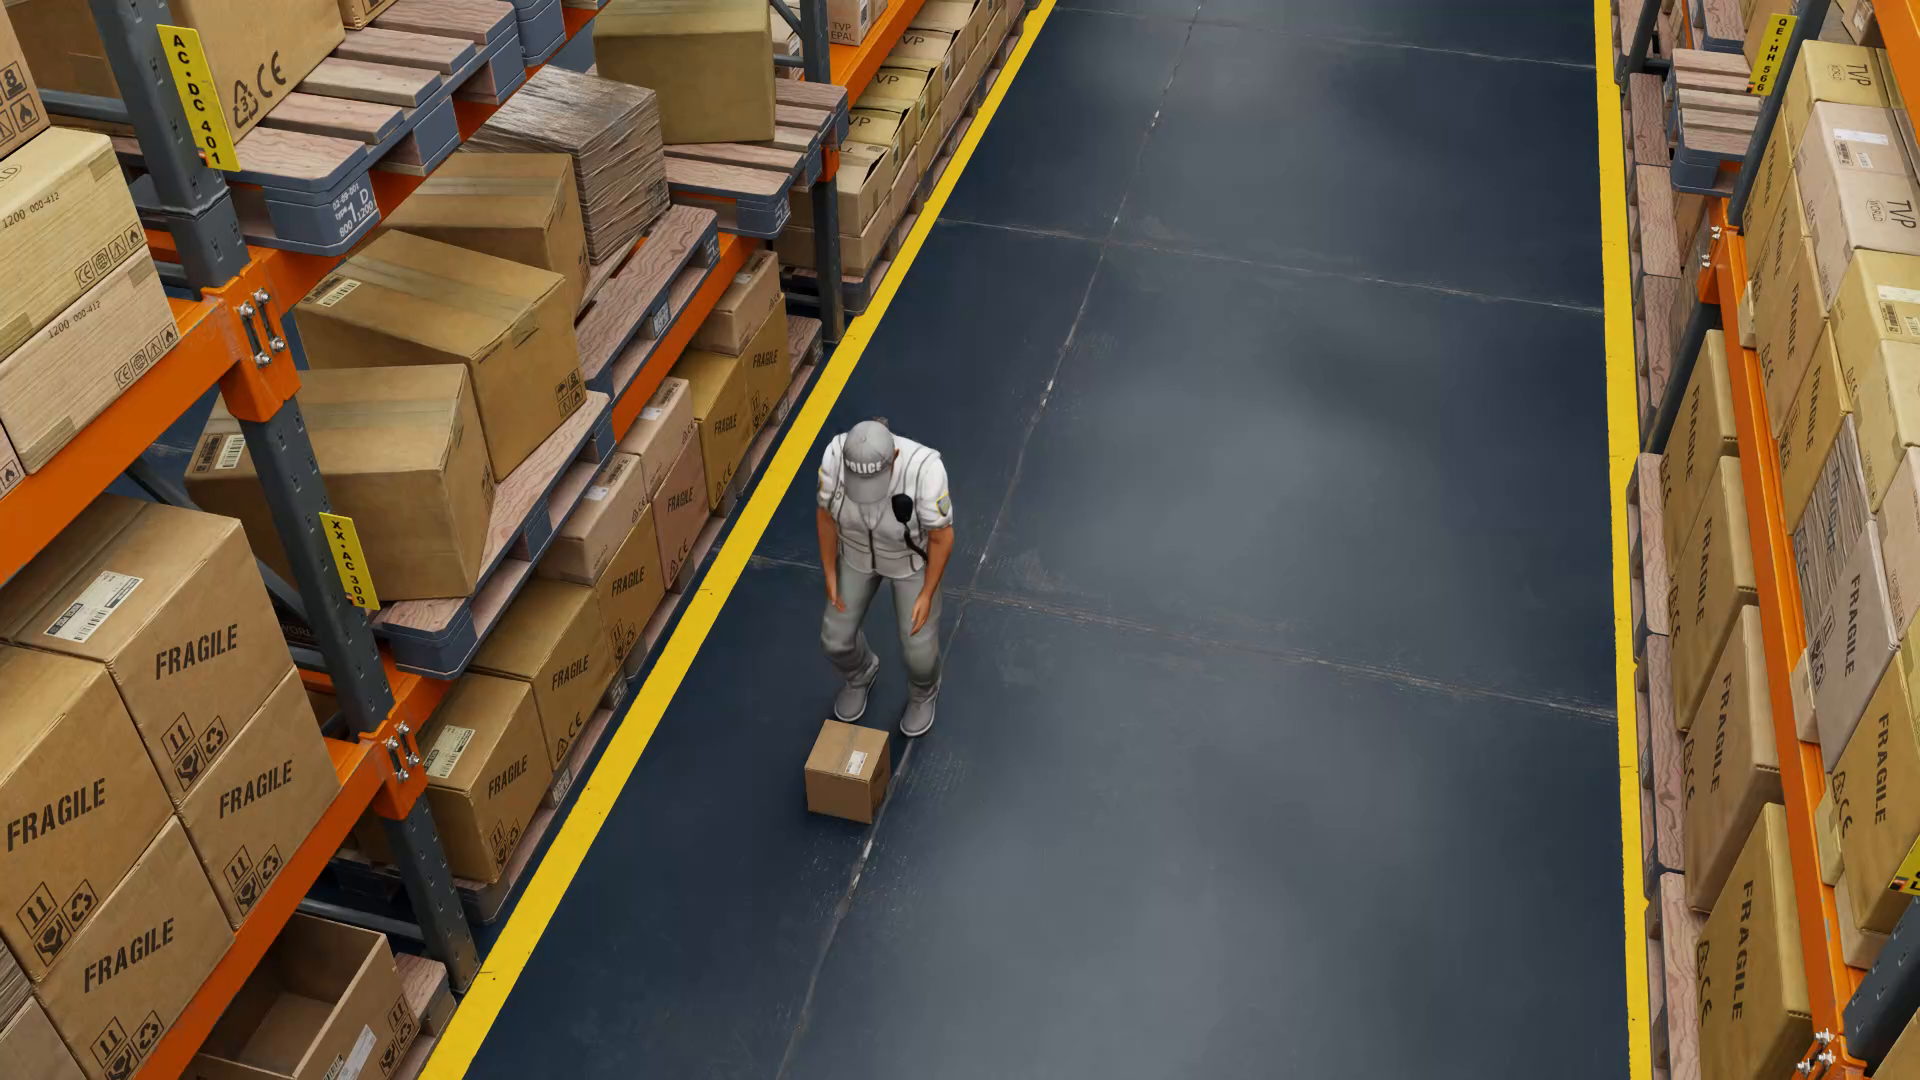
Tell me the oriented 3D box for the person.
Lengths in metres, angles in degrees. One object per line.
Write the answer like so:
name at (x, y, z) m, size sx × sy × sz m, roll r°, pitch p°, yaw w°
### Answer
person at (-0.266, 0.114, 6.131) m, size 0.519 × 1.541 × 0.565 m, roll 12°, pitch 43°, yaw 13°
